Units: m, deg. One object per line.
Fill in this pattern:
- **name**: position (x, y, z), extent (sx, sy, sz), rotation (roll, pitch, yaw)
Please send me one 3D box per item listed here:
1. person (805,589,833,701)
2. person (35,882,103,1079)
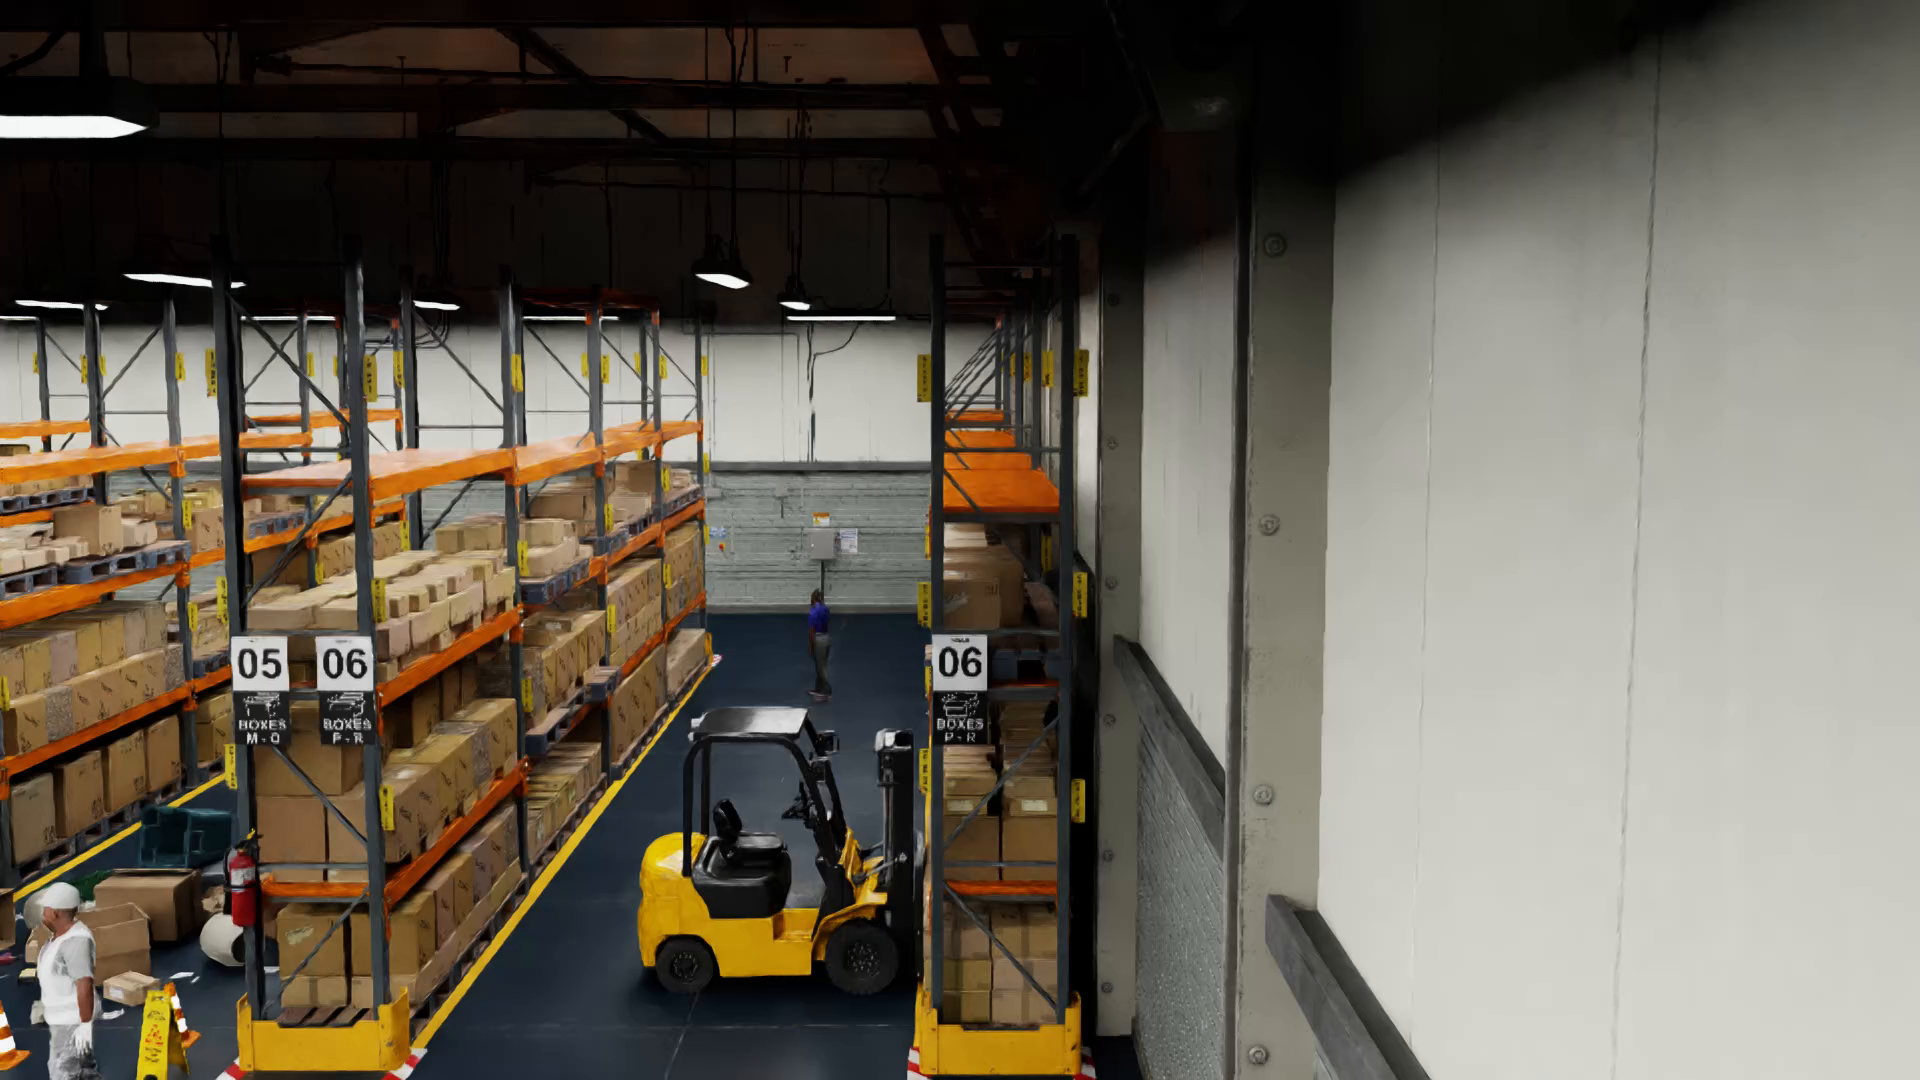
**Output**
- **person**: position (-2.150, 1.560, 25.114), extent (0.532, 1.655, 0.566), rotation (2, 7, 19)
- **person**: position (-5.707, 3.089, 10.736), extent (0.389, 1.779, 0.637), rotation (-4, 8, -33)
